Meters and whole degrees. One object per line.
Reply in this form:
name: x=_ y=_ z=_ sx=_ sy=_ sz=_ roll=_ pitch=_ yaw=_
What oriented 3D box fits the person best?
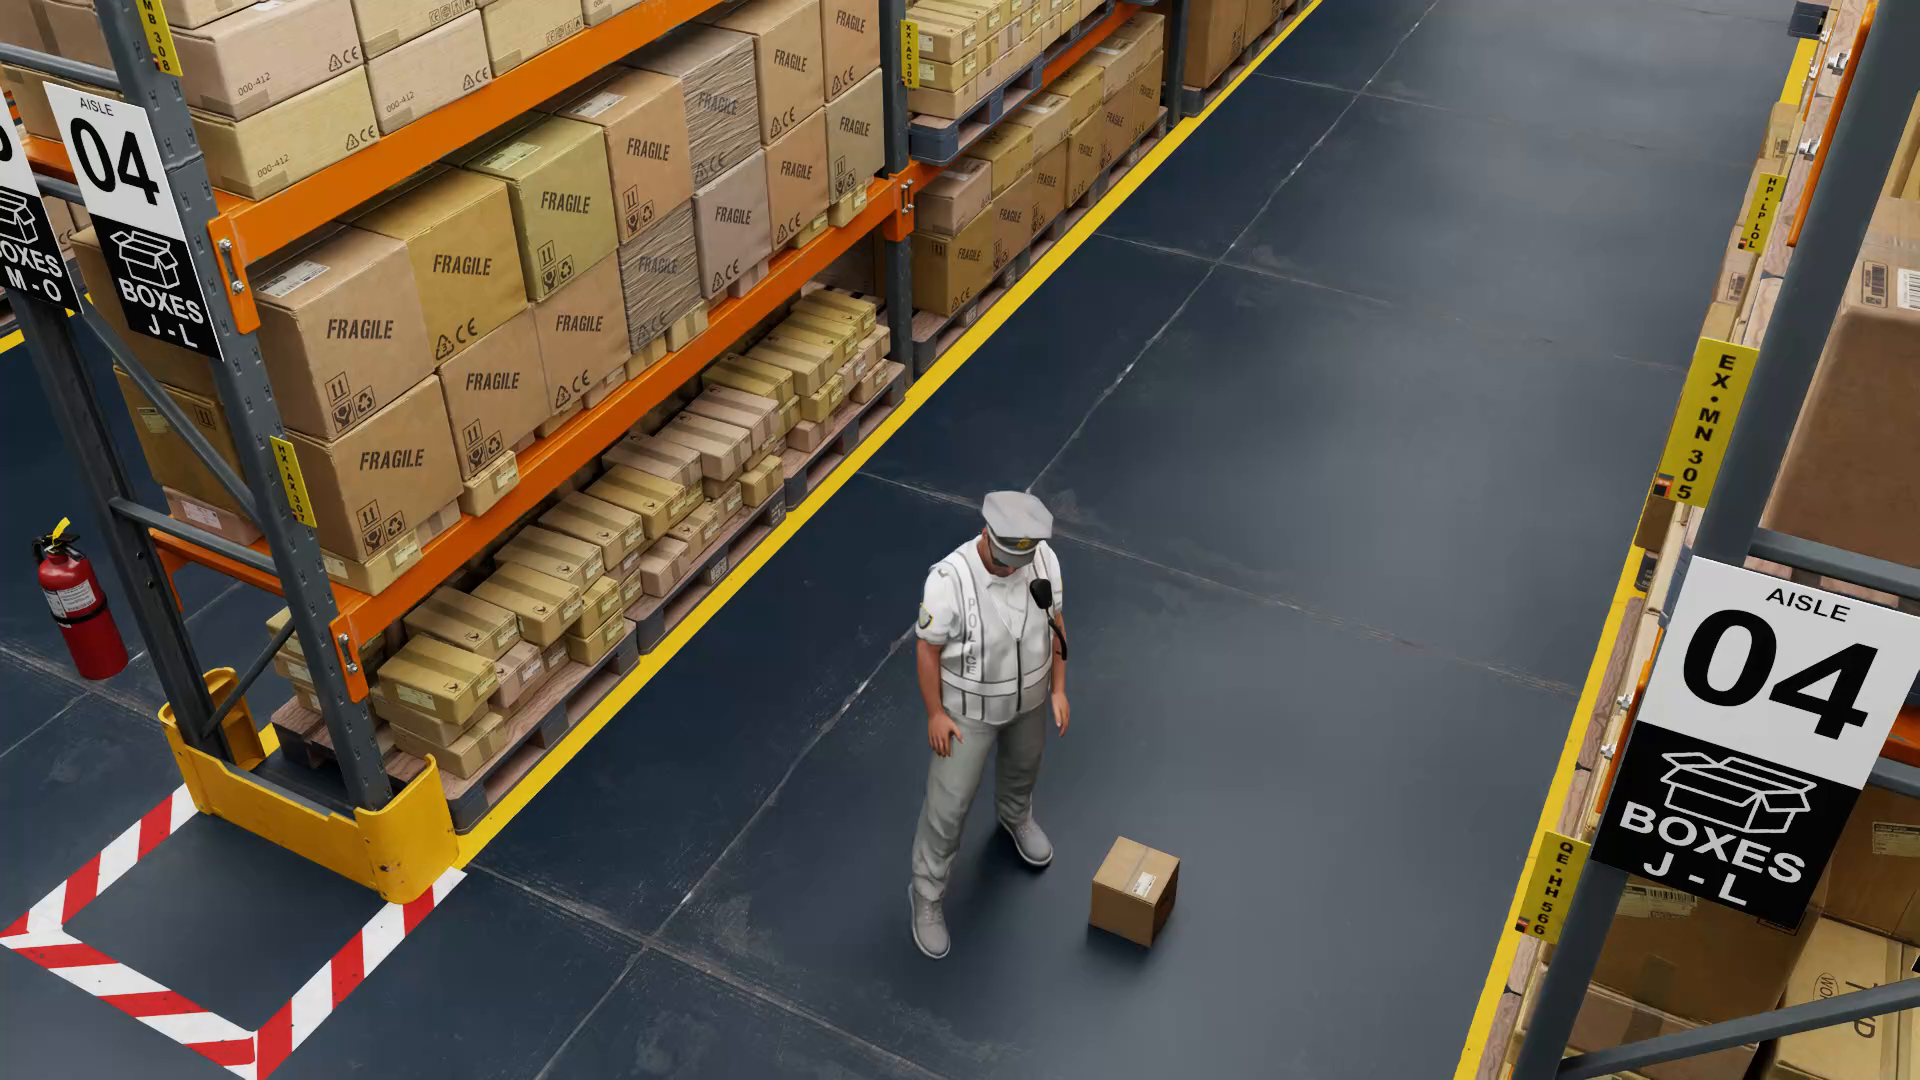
person: x=0.069 y=0.624 z=5.937 sx=0.743 sy=1.760 sz=0.530 roll=-20 pitch=42 yaw=-24
